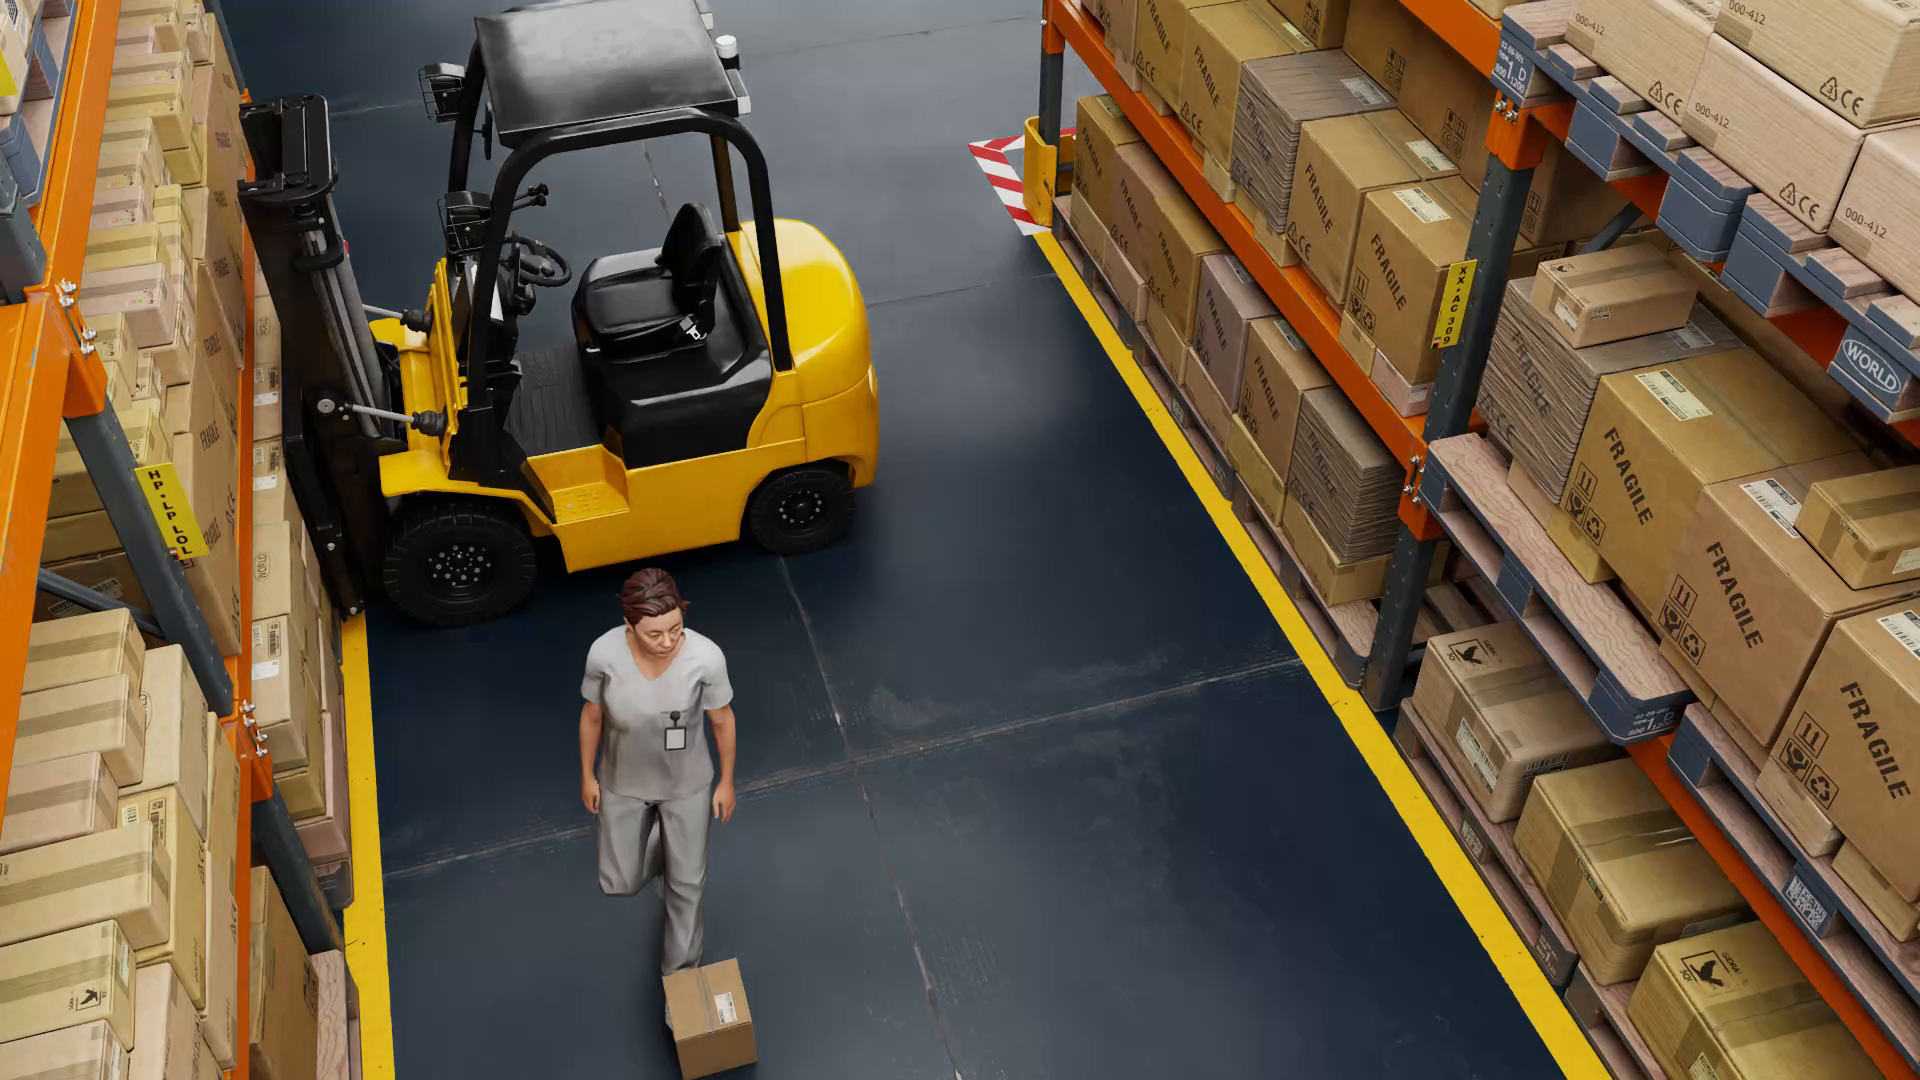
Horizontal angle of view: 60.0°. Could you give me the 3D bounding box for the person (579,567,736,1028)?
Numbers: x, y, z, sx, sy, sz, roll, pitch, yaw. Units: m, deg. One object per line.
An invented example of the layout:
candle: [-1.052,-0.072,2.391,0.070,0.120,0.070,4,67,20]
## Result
person: [-0.956,0.811,5.265,0.515,1.654,0.684,-2,42,-2]
